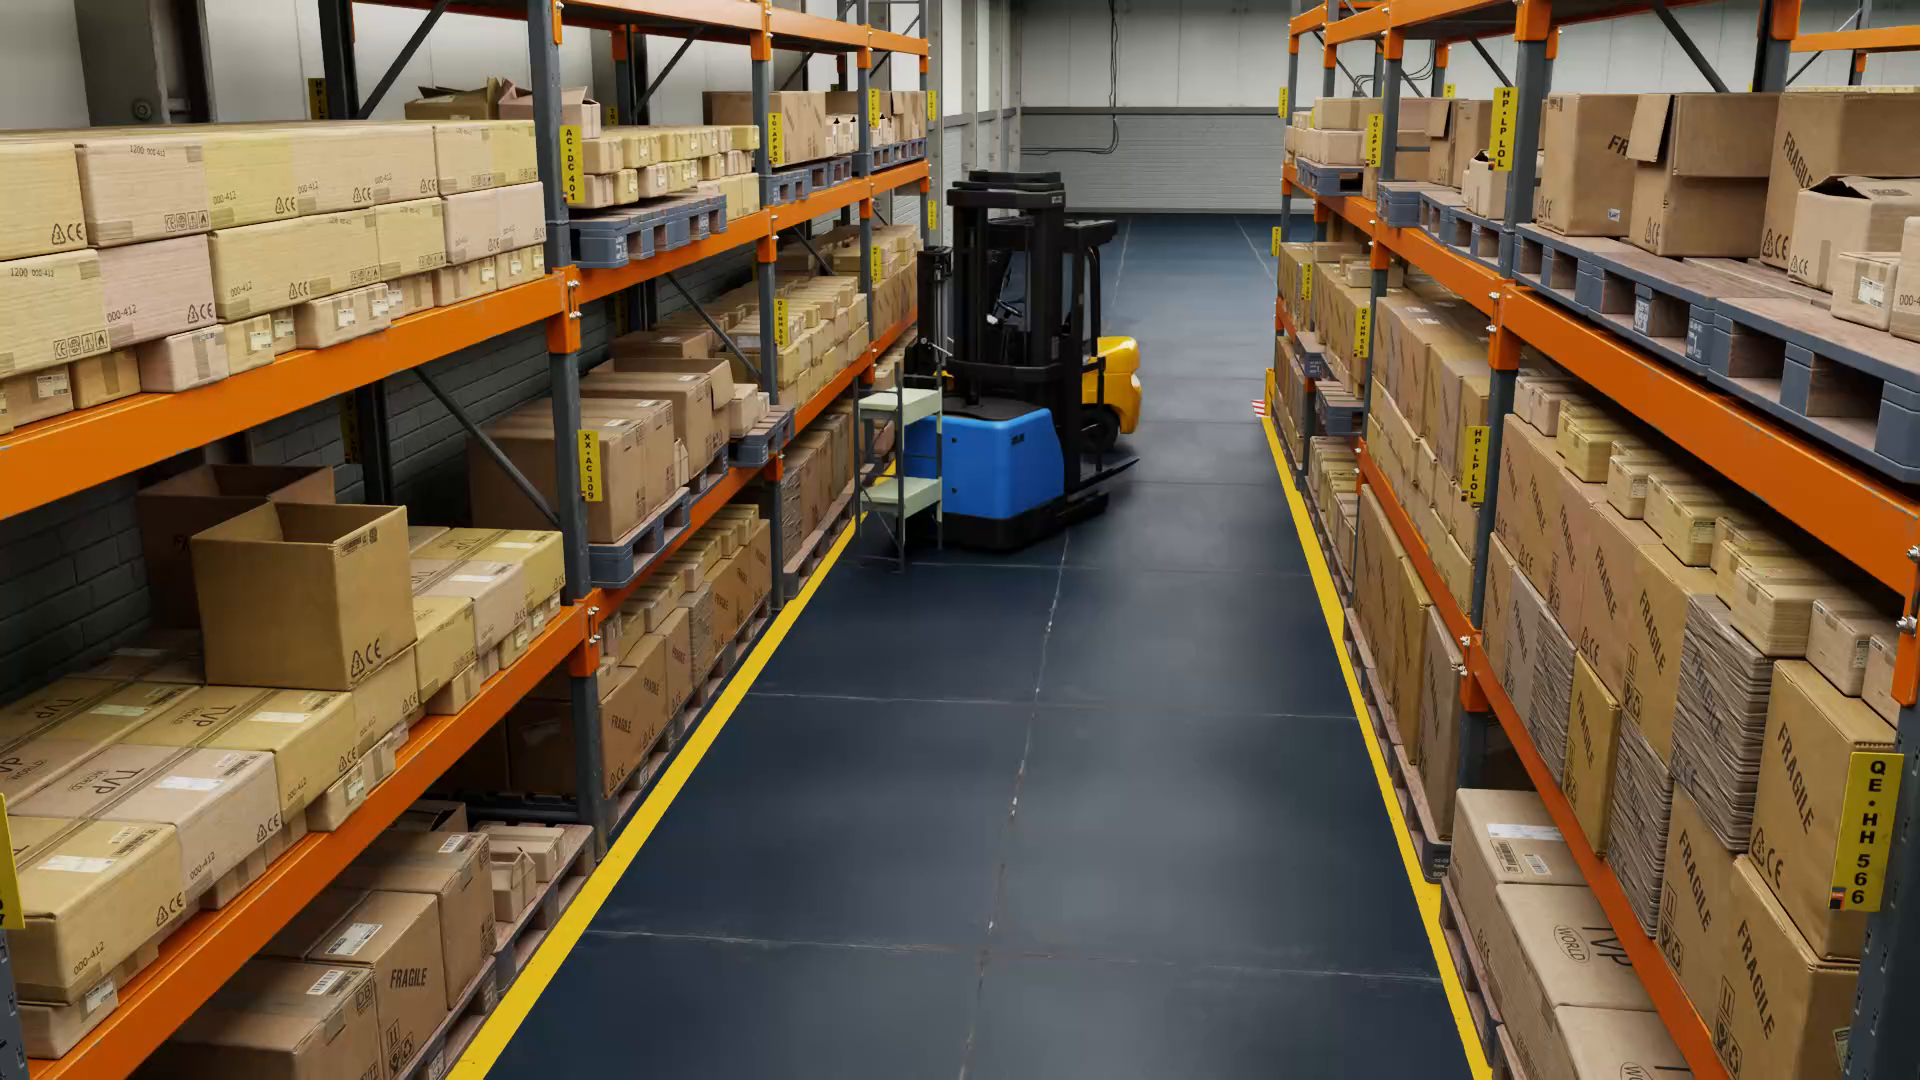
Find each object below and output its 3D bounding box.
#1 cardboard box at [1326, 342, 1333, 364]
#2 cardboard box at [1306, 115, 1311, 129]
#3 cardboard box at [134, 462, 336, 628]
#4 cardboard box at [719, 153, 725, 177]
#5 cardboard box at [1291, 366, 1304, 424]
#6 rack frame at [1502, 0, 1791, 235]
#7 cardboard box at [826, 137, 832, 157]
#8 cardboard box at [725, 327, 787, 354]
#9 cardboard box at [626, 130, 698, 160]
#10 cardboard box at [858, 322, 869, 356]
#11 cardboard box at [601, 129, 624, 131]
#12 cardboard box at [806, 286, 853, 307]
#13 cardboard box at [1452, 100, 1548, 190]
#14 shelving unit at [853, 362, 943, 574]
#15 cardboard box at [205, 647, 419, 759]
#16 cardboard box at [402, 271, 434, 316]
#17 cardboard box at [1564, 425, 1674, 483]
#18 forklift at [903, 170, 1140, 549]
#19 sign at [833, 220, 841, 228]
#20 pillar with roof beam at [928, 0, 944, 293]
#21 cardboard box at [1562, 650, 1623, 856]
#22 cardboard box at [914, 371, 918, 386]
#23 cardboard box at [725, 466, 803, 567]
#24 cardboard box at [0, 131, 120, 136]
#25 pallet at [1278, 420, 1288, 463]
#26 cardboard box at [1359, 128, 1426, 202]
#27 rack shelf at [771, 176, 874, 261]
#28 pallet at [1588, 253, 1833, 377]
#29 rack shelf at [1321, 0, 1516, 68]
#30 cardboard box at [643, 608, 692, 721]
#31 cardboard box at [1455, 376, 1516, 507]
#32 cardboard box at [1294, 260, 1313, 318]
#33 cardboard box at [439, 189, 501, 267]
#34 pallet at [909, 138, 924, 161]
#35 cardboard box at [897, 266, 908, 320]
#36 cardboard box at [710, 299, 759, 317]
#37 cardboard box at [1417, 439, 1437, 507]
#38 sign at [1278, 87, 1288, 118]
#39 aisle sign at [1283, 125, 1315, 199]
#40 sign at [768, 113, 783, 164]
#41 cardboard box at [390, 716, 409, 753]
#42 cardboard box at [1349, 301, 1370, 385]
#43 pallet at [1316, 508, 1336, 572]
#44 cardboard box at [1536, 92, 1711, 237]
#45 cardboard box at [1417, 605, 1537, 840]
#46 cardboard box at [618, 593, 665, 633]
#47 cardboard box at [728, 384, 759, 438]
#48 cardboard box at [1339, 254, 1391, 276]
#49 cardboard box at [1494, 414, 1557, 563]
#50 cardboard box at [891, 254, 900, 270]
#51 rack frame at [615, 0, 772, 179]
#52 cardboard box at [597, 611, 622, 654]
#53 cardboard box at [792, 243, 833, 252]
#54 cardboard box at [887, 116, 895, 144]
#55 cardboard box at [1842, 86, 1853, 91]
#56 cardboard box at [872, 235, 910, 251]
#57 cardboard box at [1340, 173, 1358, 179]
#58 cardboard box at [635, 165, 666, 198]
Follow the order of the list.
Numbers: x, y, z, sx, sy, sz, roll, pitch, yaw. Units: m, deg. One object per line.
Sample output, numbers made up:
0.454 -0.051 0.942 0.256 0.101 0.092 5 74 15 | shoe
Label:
3.073 -1.470 13.029 0.380 0.149 0.250 2 15 8 | cardboard box
3.414 -3.866 15.420 0.380 0.149 0.250 2 15 8 | cardboard box
-2.643 0.015 6.141 0.500 0.500 0.500 1 15 5 | cardboard box
-1.664 -2.303 10.209 0.380 0.149 0.250 2 15 8 | cardboard box
3.480 -1.391 16.085 0.500 0.500 0.500 2 15 7 | cardboard box
2.722 -2.681 6.338 1.000 3.000 0.127 2 15 6 | rack frame
-1.217 -3.089 13.077 0.380 0.149 0.250 2 15 6 | cardboard box
-1.431 -1.403 11.671 0.380 0.149 0.250 2 15 8 | cardboard box
-1.626 -2.117 8.915 0.380 0.149 0.250 2 15 7 | cardboard box
-1.105 -1.794 14.839 0.500 0.250 0.500 2 15 8 | cardboard box
-2.181 -2.327 9.730 0.380 0.149 0.250 2 15 6 | cardboard box
-1.115 -2.070 14.137 0.380 0.149 0.250 1 15 5 | cardboard box
3.250 -2.259 9.528 0.700 0.500 0.500 1 15 3 | cardboard box
-0.472 -0.574 12.910 0.431 1.500 0.755 6 16 22 | shelving unit
-2.196 0.531 5.671 0.500 0.250 0.500 1 15 5 | cardboard box
-2.119 -0.890 5.943 0.380 0.149 0.250 2 15 8 | cardboard box
2.281 -0.290 5.637 0.380 0.149 0.250 1 15 5 | cardboard box
0.652 -1.675 14.242 1.130 2.935 3.031 9 17 29 | forklift
-1.407 -3.517 19.111 0.100 0.325 0.005 2 15 6 | sign
3.801 -8.770 28.856 9.100 9.000 0.400 2 15 6 | pillar with roof beam
2.227 0.673 5.234 0.500 0.500 0.500 2 15 8 | cardboard box
-0.706 -1.760 17.929 0.500 0.250 0.500 1 15 5 | cardboard box
-1.675 -0.186 12.347 0.875 0.625 0.625 2 15 8 | cardboard box
-2.782 -1.046 4.796 0.500 0.250 0.500 2 15 7 | cardboard box
3.800 -1.006 16.980 1.003 0.211 1.213 2 15 6 | pallet
3.317 -2.717 12.019 0.797 0.503 0.637 2 15 6 | cardboard box
-1.534 -2.587 13.115 1.077 0.370 4.000 2 15 6 | rack shelf
2.479 -0.663 4.790 1.003 0.211 1.213 2 15 6 | pallet
3.399 -3.697 12.239 1.077 0.370 4.000 2 15 6 | rack shelf
-1.822 0.687 9.359 0.500 0.500 0.500 1 15 5 | cardboard box
2.523 -0.439 7.433 0.500 0.500 0.500 2 15 8 | cardboard box
3.533 -2.443 16.188 0.500 0.500 0.500 2 15 8 | cardboard box
-2.064 -1.182 6.258 0.500 0.250 0.500 1 15 4 | cardboard box
-0.962 -4.265 18.113 1.003 0.211 1.213 2 15 6 | pallet
-0.822 -2.558 17.183 0.500 0.500 0.500 2 15 7 | cardboard box
-1.770 -1.818 13.206 0.380 0.149 0.250 2 15 8 | cardboard box
2.631 -0.340 8.502 0.500 0.250 0.500 2 15 8 | cardboard box
3.537 -4.783 18.184 0.100 0.325 0.005 2 15 6 | sign
3.775 -4.178 18.385 0.394 0.787 0.004 2 15 6 | aisle sign
-1.220 -2.649 10.975 0.100 0.325 0.005 2 15 6 | sign
-2.187 0.681 5.879 0.380 0.149 0.250 2 15 6 | cardboard box
2.948 -1.343 11.317 0.500 0.500 0.500 1 15 5 | cardboard box
3.403 0.005 13.238 1.003 0.211 1.213 2 15 6 | pallet
2.447 -1.386 6.107 0.500 0.500 0.500 2 15 7 | cardboard box
2.712 0.875 7.947 0.875 0.875 0.875 2 15 8 | cardboard box
-1.851 0.399 9.181 0.380 0.149 0.250 2 15 6 | cardboard box
-1.557 -0.815 10.412 0.500 0.250 0.500 1 15 4 | cardboard box
3.200 -2.171 13.137 0.380 0.149 0.250 3 15 9 | cardboard box
2.427 -0.200 6.547 0.500 0.500 0.500 2 15 7 | cardboard box
-0.816 -2.842 16.992 0.380 0.149 0.250 1 15 5 | cardboard box
-1.759 -3.864 10.712 1.000 3.000 0.127 2 15 6 | rack frame
-1.924 0.463 8.376 0.380 0.149 0.250 1 15 4 | cardboard box
-1.471 -2.868 16.519 0.380 0.149 0.250 1 15 5 | cardboard box
-0.839 -4.015 16.280 0.396 0.266 0.258 1 15 5 | cardboard box
8.422 -4.135 15.417 0.380 0.149 0.250 2 15 6 | cardboard box
-0.732 -3.115 17.430 0.380 0.149 0.250 2 15 7 | cardboard box
3.357 -3.278 14.772 0.380 0.149 0.250 2 15 7 | cardboard box
-1.673 -1.772 8.206 0.380 0.149 0.250 2 15 7 | cardboard box
